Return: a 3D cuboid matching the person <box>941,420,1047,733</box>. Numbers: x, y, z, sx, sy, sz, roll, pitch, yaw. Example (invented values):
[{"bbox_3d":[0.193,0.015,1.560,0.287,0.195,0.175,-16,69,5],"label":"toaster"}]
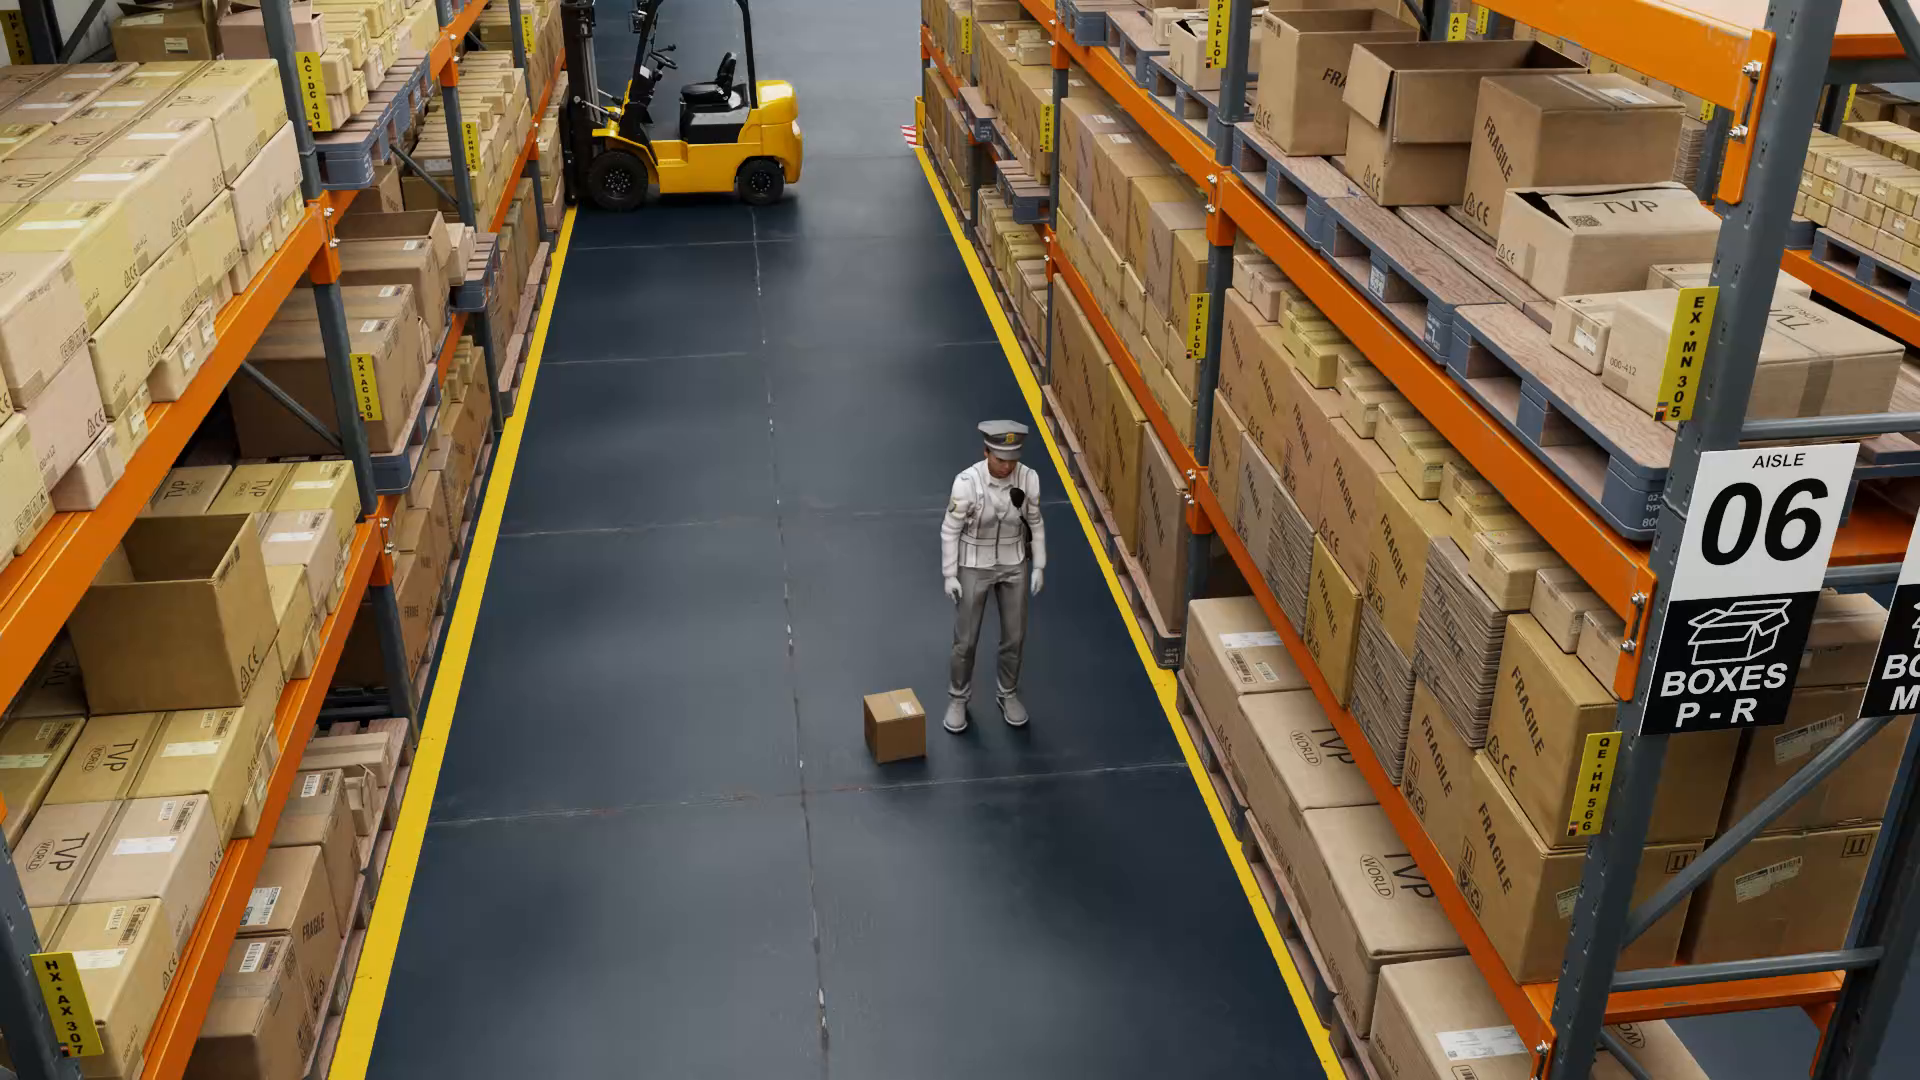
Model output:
[{"bbox_3d":[0.171,0.167,8.290,0.547,1.663,0.346,-5,28,-10],"label":"person"}]
